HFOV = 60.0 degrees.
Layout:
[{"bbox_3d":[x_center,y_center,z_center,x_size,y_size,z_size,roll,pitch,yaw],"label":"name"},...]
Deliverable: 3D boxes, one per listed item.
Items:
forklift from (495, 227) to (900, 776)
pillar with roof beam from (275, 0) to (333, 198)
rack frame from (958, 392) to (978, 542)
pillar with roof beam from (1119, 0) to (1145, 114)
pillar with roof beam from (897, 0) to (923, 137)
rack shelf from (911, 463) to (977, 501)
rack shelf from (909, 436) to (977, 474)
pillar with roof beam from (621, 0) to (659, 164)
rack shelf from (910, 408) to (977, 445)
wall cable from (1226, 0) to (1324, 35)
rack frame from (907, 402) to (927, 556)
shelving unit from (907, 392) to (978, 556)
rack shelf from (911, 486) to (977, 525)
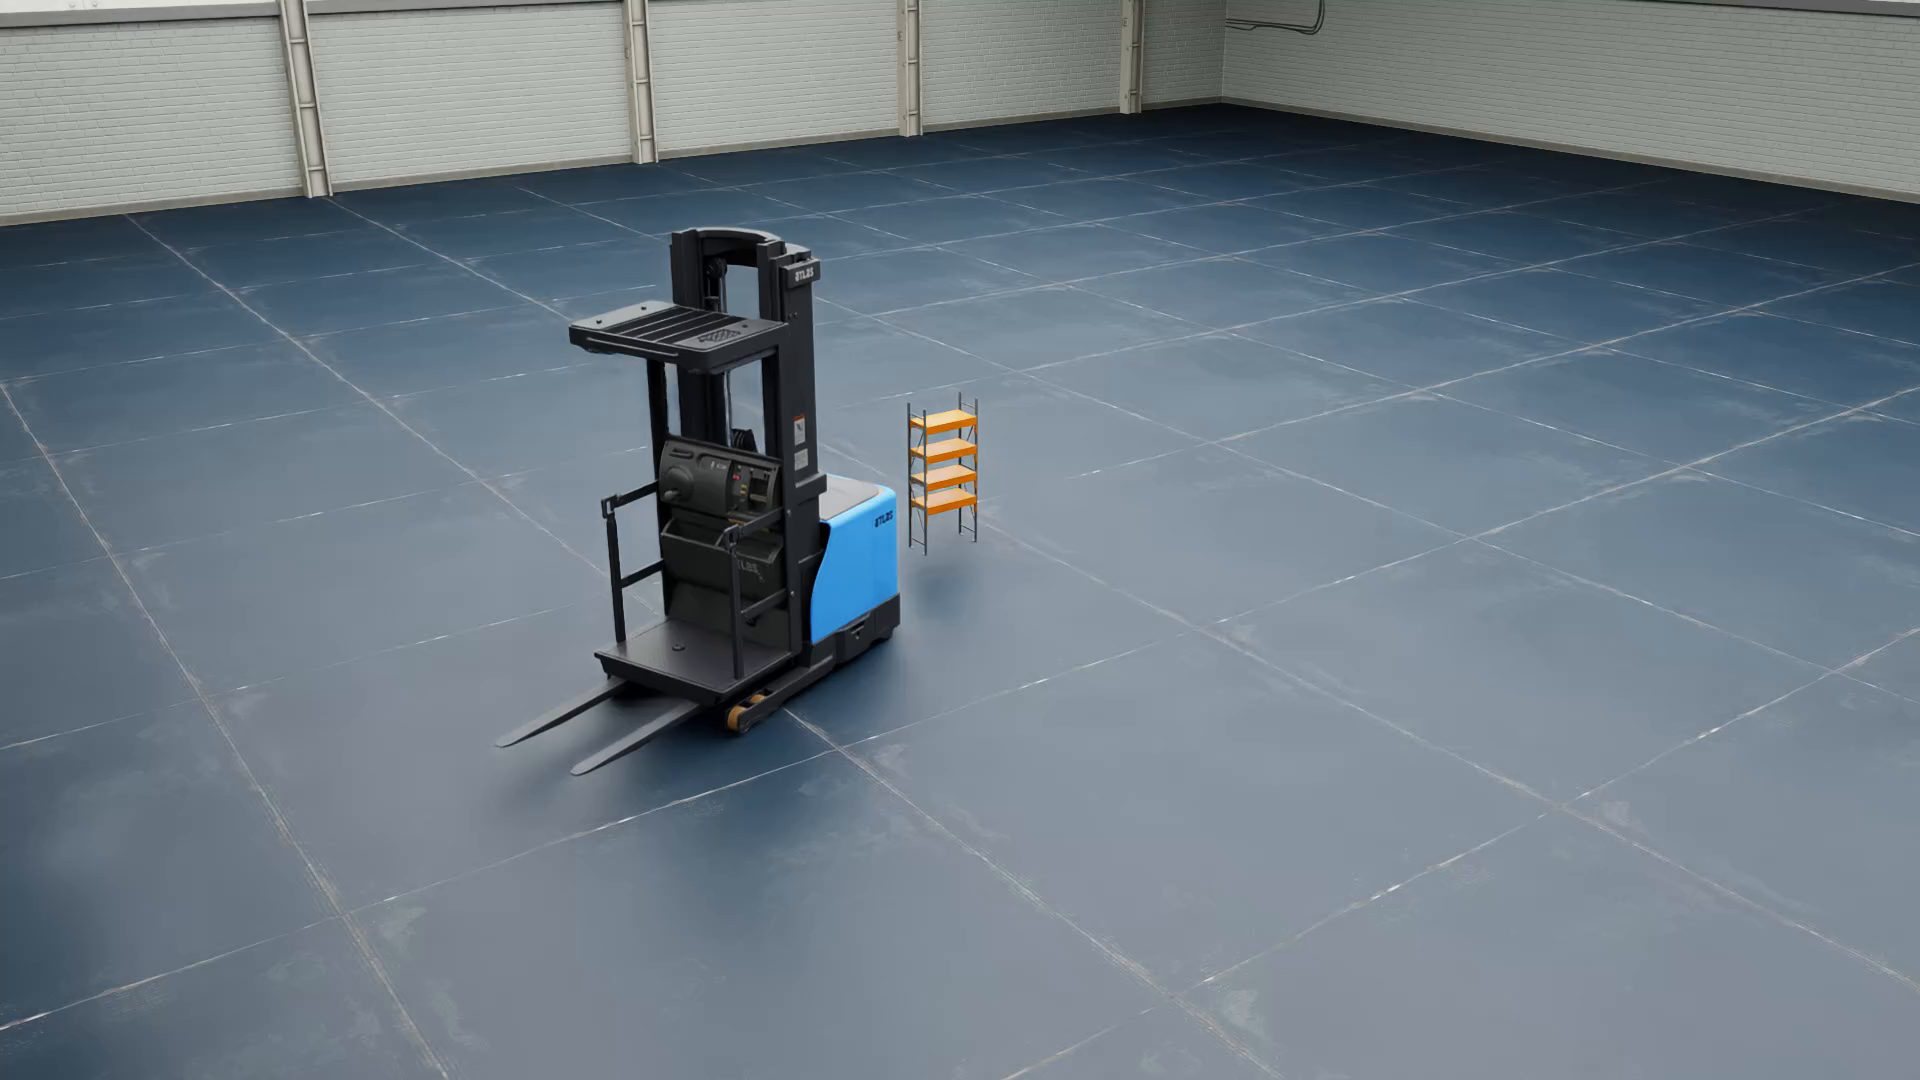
[{"bbox_3d":[-1.640,-0.355,10.331,1.130,2.935,3.031,13,25,30],"label":"forklift"},{"bbox_3d":[-8.246,-8.665,22.970,0.400,9.000,9.100,-15,26,-33],"label":"pillar with roof beam"},{"bbox_3d":[0.064,-0.574,13.217,0.015,1.200,0.240,-15,26,-33],"label":"rack frame"},{"bbox_3d":[6.365,-12.561,32.733,0.400,9.000,9.100,-15,26,-33],"label":"pillar with roof beam"},{"bbox_3d":[1.494,-11.263,29.479,0.400,9.000,9.100,-15,26,-33],"label":"pillar with roof beam"},{"bbox_3d":[-0.134,-0.459,13.109,0.480,0.148,0.258,-15,26,-33],"label":"rack shelf"},{"bbox_3d":[-0.134,-0.667,13.026,0.480,0.148,0.258,-15,26,-33],"label":"rack shelf"},{"bbox_3d":[-3.376,-9.964,26.224,0.400,9.000,9.100,-15,26,-33],"label":"pillar with roof beam"},{"bbox_3d":[-0.134,-0.886,12.939,0.480,0.148,0.258,-15,26,-33],"label":"rack shelf"},{"bbox_3d":[7.014,-12.654,37.156,0.112,2.526,3.097,-15,26,-33],"label":"wall cable"},{"bbox_3d":[-0.332,-0.469,12.952,0.015,1.200,0.240,-15,26,-33],"label":"rack frame"},{"bbox_3d":[-0.134,-0.521,13.084,0.503,1.200,0.258,-15,26,-33],"label":"shelving unit"},{"bbox_3d":[-0.134,-0.275,13.183,0.480,0.148,0.258,-15,26,-33],"label":"rack shelf"}]
